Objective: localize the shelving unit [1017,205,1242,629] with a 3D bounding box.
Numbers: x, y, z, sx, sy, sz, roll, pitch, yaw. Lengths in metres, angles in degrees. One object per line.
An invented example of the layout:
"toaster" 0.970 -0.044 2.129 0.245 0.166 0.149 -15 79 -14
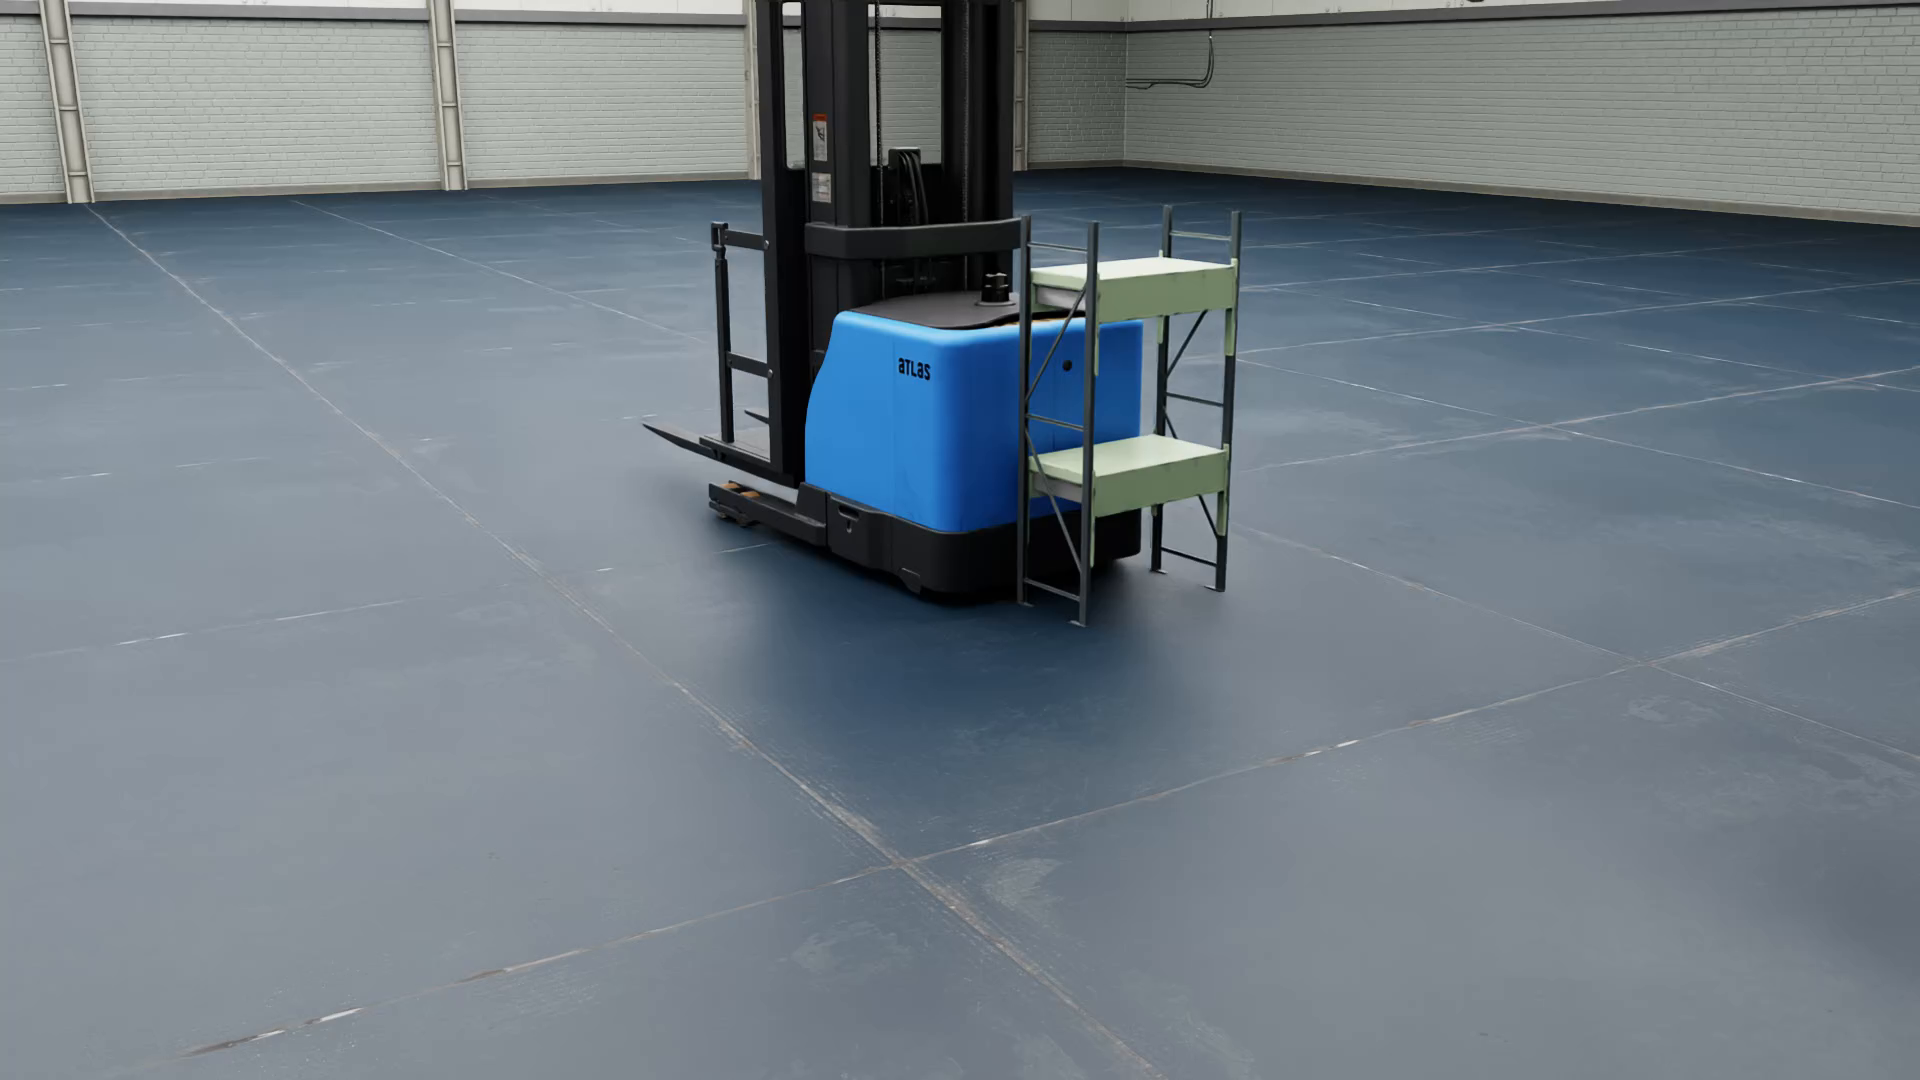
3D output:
"shelving unit" 0.643 -0.493 6.390 0.755 1.500 0.431 -12 20 -36

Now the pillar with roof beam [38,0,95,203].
"pillar with roof beam" -12.010 -8.804 22.146 0.400 9.000 9.100 -9 18 -30

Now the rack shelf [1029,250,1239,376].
"rack shelf" 0.643 -0.869 6.285 0.720 0.370 0.431 -12 20 -36

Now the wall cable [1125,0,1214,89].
"wall cable" 4.409 -10.911 35.414 0.112 2.526 3.097 -9 18 -30

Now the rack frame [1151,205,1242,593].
"rack frame" 0.931 -0.554 6.607 0.023 1.500 0.400 -12 20 -36

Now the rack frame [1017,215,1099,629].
"rack frame" 0.354 -0.432 6.173 0.023 1.500 0.400 -12 20 -36

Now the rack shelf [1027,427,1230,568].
"rack shelf" 0.643 -0.179 6.478 0.720 0.370 0.431 -12 20 -36

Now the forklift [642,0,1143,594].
"forklift" -0.517 -1.538 7.468 1.130 2.935 3.031 -11 19 -35

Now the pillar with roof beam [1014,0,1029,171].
"pillar with roof beam" 3.419 -11.306 31.072 0.400 9.000 9.100 -9 18 -30

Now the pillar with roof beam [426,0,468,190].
"pillar with roof beam" -6.867 -9.638 25.121 0.400 9.000 9.100 -9 18 -30

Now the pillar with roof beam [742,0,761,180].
"pillar with roof beam" -1.724 -10.472 28.097 0.400 9.000 9.100 -9 18 -30
